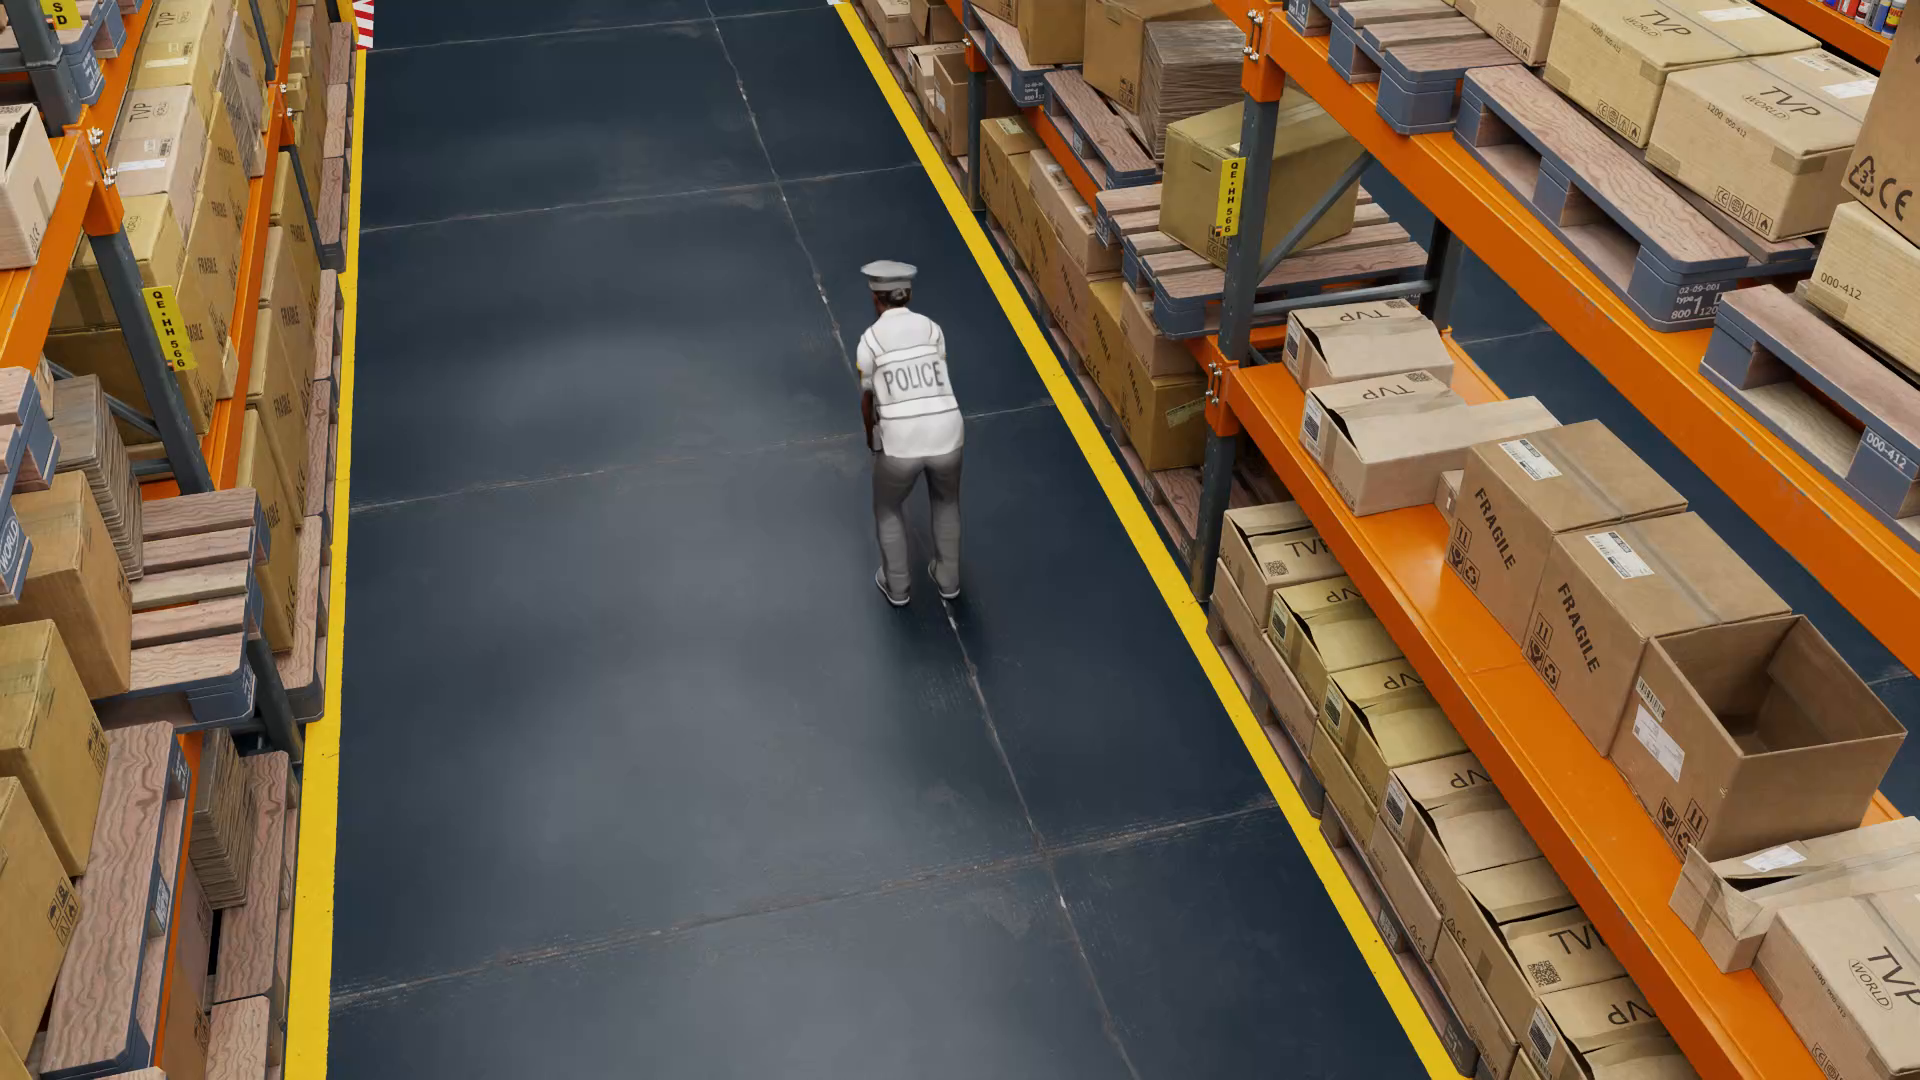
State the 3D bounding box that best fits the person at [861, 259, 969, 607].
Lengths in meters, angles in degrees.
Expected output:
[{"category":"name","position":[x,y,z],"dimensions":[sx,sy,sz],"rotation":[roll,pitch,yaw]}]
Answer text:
[{"category":"person","position":[-0.194,-0.436,7.246],"dimensions":[0.484,1.680,0.402],"rotation":[-10,40,-13]}]
